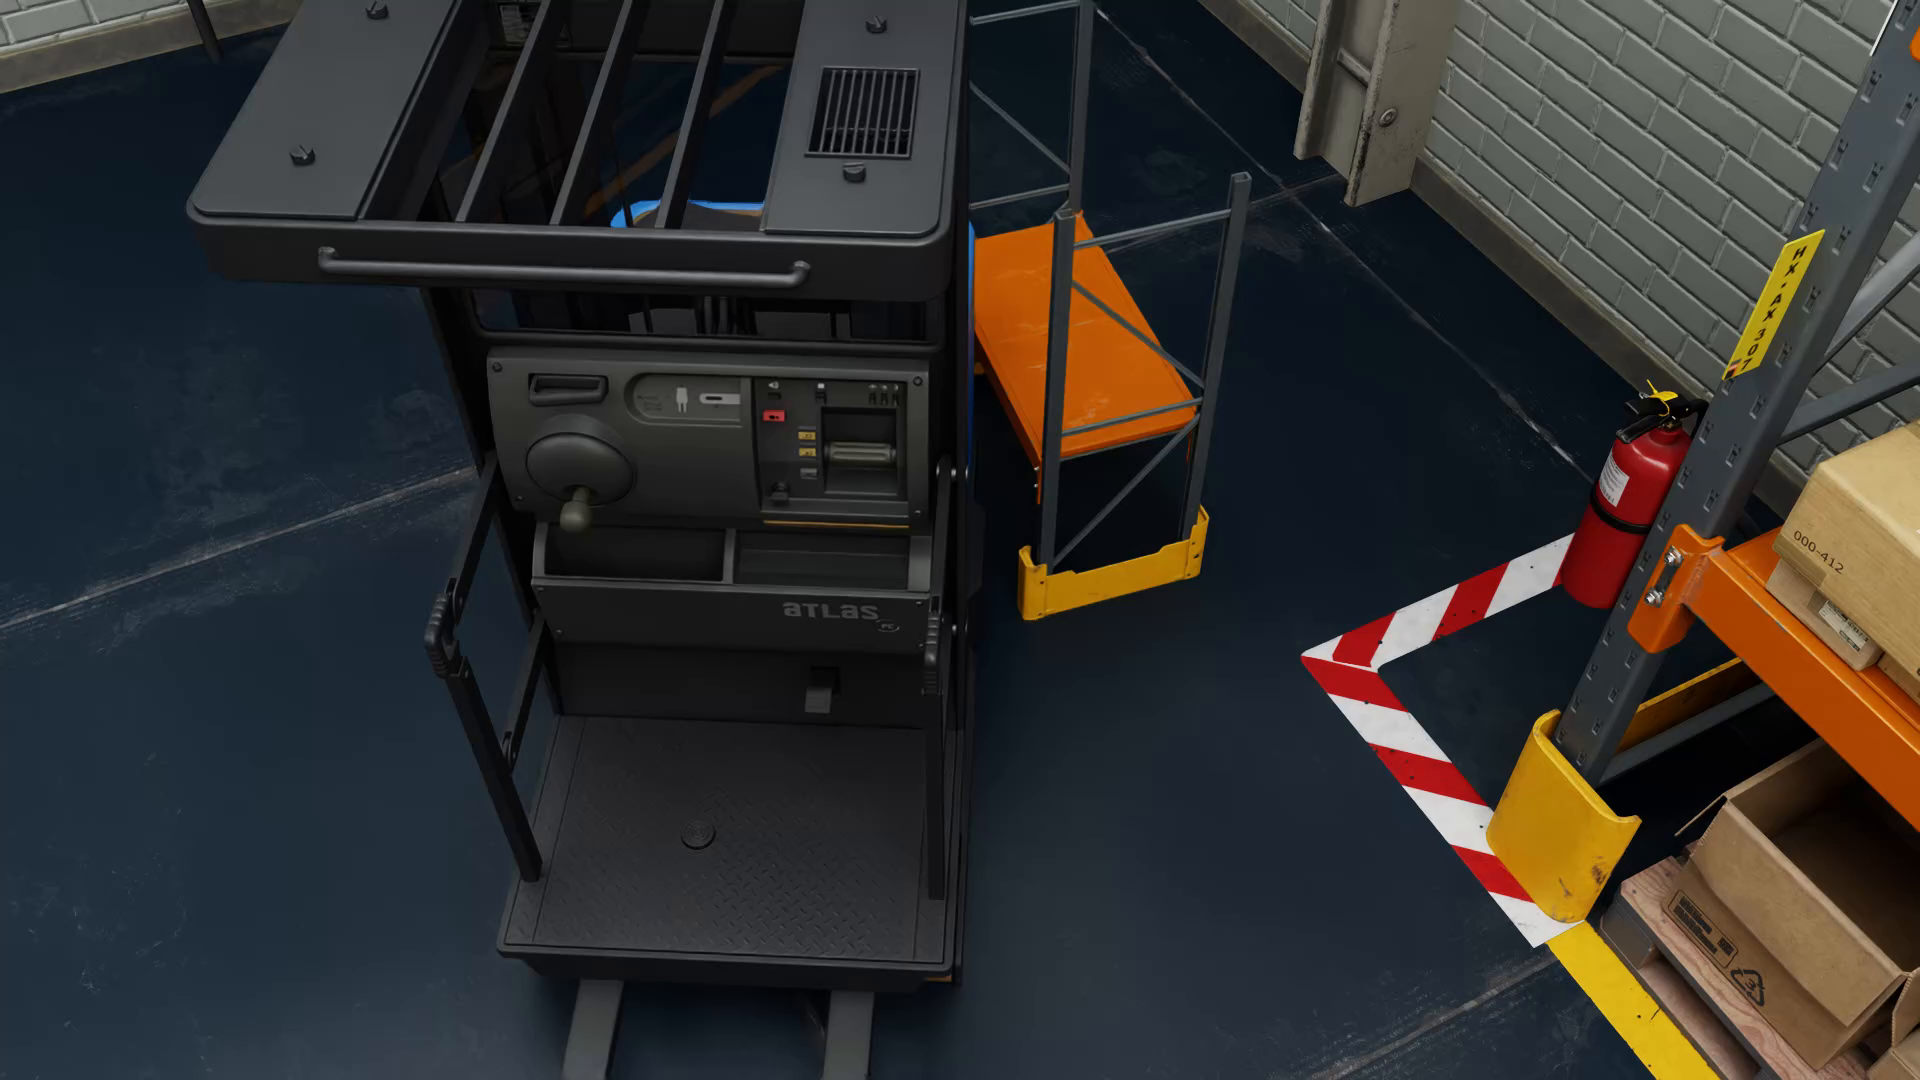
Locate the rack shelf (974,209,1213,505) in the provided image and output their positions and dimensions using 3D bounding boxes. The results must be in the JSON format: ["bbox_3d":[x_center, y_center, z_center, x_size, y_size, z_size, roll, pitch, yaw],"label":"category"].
[{"bbox_3d":[0.303,-0.576,4.996,0.538,0.185,1.000,-14,50,-12],"label":"rack shelf"}]

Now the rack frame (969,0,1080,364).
[{"bbox_3d":[0.143,-1.057,5.178,0.475,1.308,0.013,-14,50,-12],"label":"rack frame"}]

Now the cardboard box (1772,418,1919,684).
[{"bbox_3d":[1.944,0.018,3.143,0.500,0.250,0.500,-21,52,-17],"label":"cardboard box"}]

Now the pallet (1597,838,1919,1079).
[{"bbox_3d":[2.377,1.173,4.084,1.003,0.211,1.213,-21,52,-18],"label":"pallet"}]

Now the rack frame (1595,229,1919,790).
[{"bbox_3d":[1.973,-0.328,3.544,0.949,2.616,0.053,-21,52,-18],"label":"rack frame"}]

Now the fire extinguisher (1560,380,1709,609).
[{"bbox_3d":[1.498,-0.121,3.662,0.296,0.674,0.183,-21,52,-18],"label":"fire extinguisher"}]

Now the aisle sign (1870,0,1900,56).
[{"bbox_3d":[1.684,-1.130,2.518,0.394,0.787,0.004,-21,52,-18],"label":"aisle sign"}]

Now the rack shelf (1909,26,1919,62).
[{"bbox_3d":[2.891,0.258,1.516,1.077,0.370,4.000,-21,52,-18],"label":"rack shelf"}]

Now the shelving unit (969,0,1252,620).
[{"bbox_3d":[0.300,-0.701,4.866,0.587,1.500,1.083,-14,50,-12],"label":"shelving unit"}]

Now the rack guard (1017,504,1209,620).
[{"bbox_3d":[0.459,0.066,5.026,0.587,0.250,0.087,-14,50,-12],"label":"rack guard"}]

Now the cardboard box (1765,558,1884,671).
[{"bbox_3d":[1.883,0.068,3.365,0.380,0.149,0.250,-22,52,-18],"label":"cardboard box"}]

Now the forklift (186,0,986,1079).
[{"bbox_3d":[-0.537,-0.098,3.389,1.130,2.935,3.031,2,49,2],"label":"forklift"}]

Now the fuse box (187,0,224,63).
[{"bbox_3d":[-3.102,-2.585,6.374,0.539,1.711,0.414,-21,52,-18],"label":"fuse box"}]

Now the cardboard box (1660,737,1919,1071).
[{"bbox_3d":[2.172,0.796,3.940,0.797,0.503,0.637,-23,53,-19],"label":"cardboard box"}]

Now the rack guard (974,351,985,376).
[{"bbox_3d":[0.142,-0.644,5.647,0.587,0.250,0.087,-14,50,-12],"label":"rack guard"}]

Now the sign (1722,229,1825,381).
[{"bbox_3d":[1.494,-0.428,3.056,0.100,0.325,0.005,-21,52,-18],"label":"sign"}]

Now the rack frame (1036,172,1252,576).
[{"bbox_3d":[0.465,-0.331,4.543,0.500,1.500,0.032,-14,50,-12],"label":"rack frame"}]
